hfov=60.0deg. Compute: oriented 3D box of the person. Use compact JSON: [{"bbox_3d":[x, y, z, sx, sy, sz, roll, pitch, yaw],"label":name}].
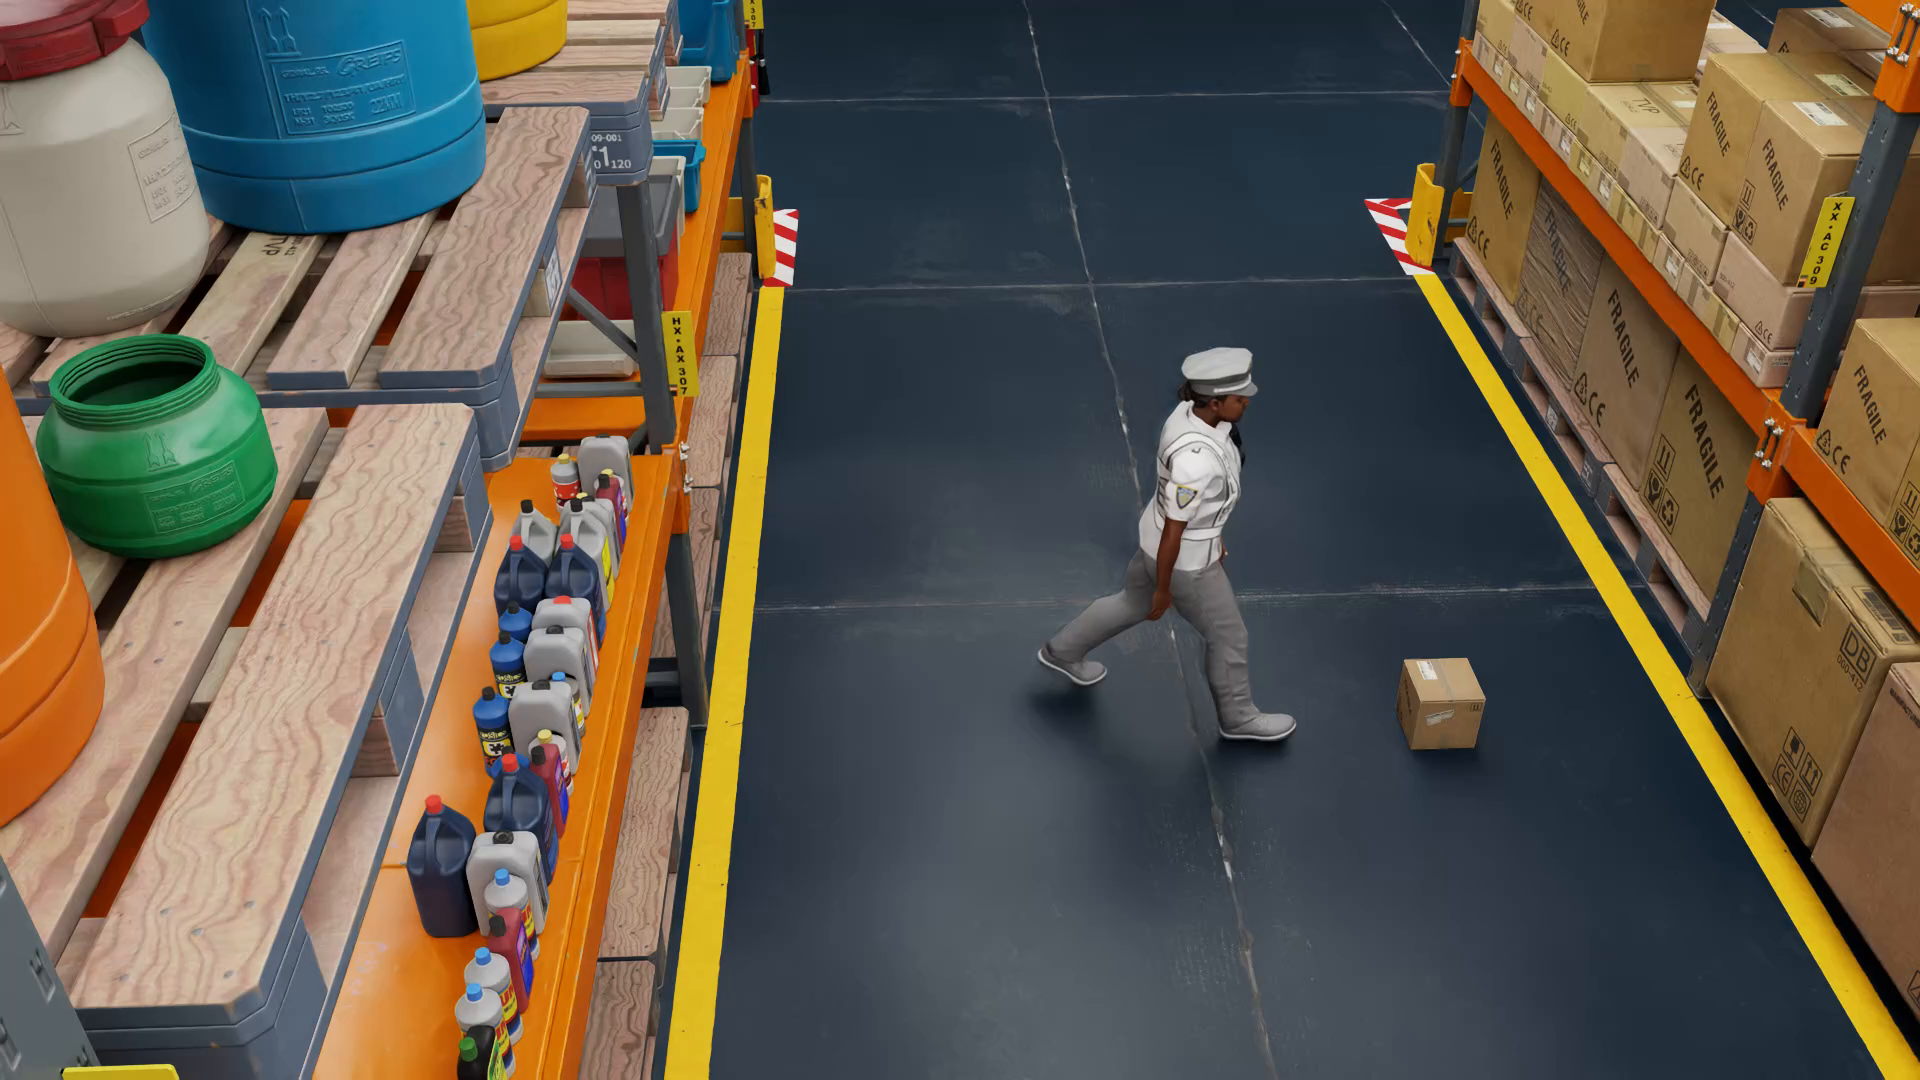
[{"bbox_3d":[0.803,0.027,6.110,1.018,1.620,0.465,3,36,4],"label":"person"}]
